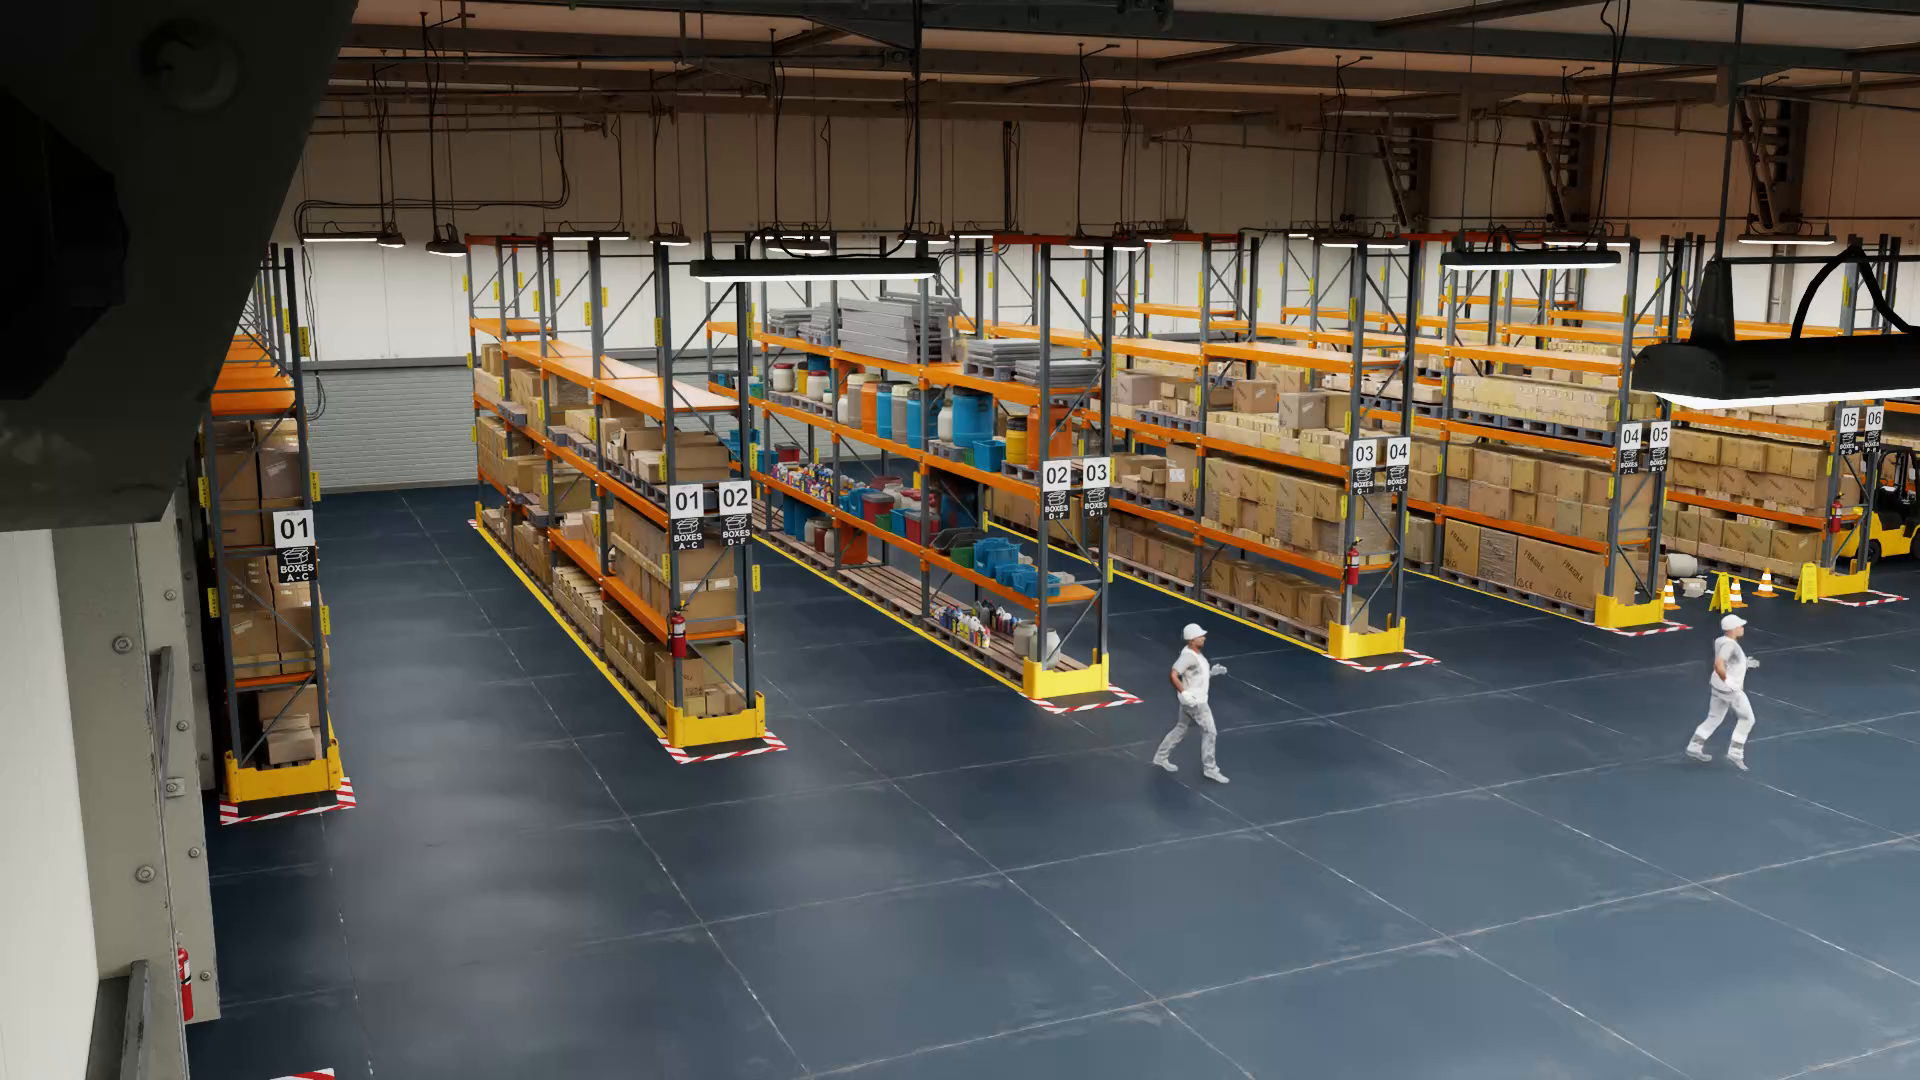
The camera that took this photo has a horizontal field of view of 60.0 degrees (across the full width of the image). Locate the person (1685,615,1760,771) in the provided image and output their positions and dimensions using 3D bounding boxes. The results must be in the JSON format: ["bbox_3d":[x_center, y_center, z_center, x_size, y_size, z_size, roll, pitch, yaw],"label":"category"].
[{"bbox_3d":[8.905,1.773,19.325,0.784,1.846,0.631,0,11,2],"label":"person"}]

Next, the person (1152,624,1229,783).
[{"bbox_3d":[2.647,1.841,18.859,0.837,1.821,0.673,0,11,2],"label":"person"}]
